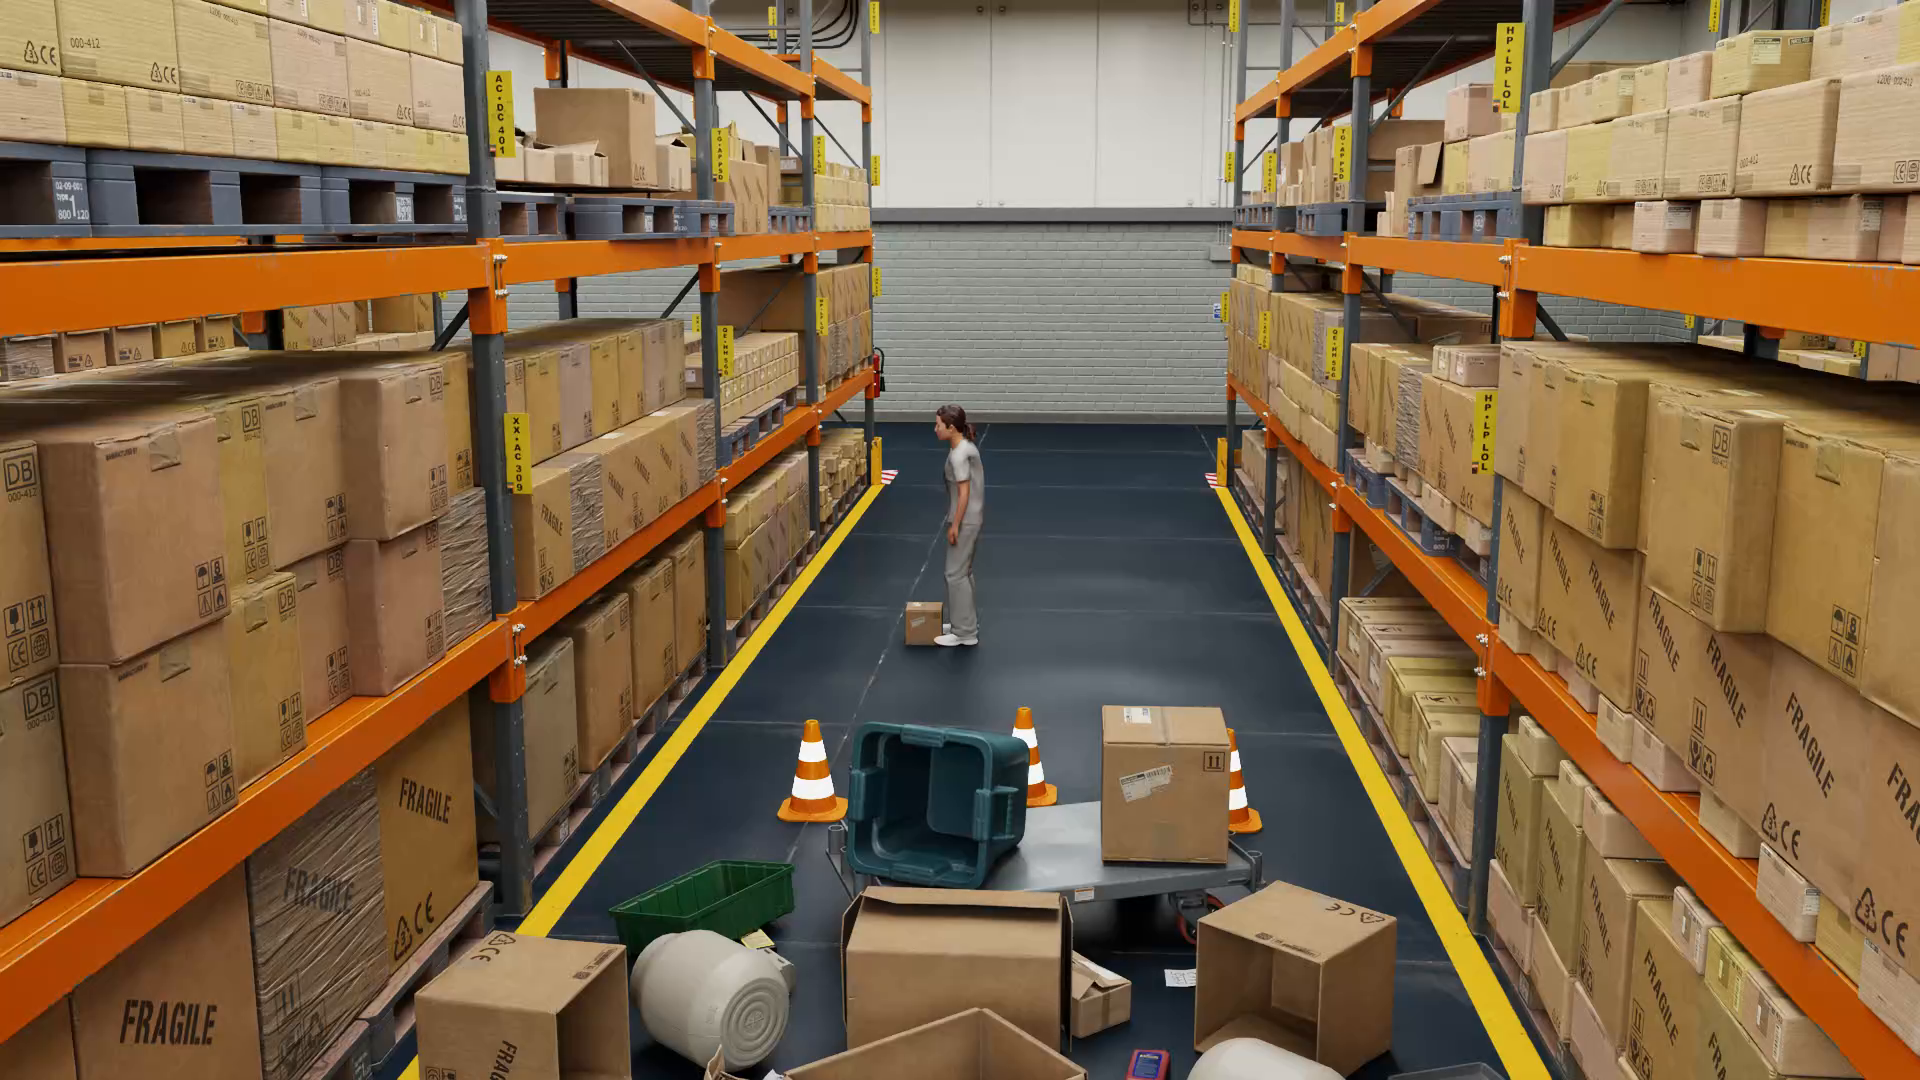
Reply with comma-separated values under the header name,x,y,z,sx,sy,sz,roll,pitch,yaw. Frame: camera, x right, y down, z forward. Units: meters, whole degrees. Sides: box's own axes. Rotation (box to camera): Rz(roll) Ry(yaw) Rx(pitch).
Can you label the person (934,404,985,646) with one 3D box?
name,x,y,z,sx,sy,sz,roll,pitch,yaw
person,-0.002,-0.112,11.518,0.351,1.672,0.501,1,11,3
